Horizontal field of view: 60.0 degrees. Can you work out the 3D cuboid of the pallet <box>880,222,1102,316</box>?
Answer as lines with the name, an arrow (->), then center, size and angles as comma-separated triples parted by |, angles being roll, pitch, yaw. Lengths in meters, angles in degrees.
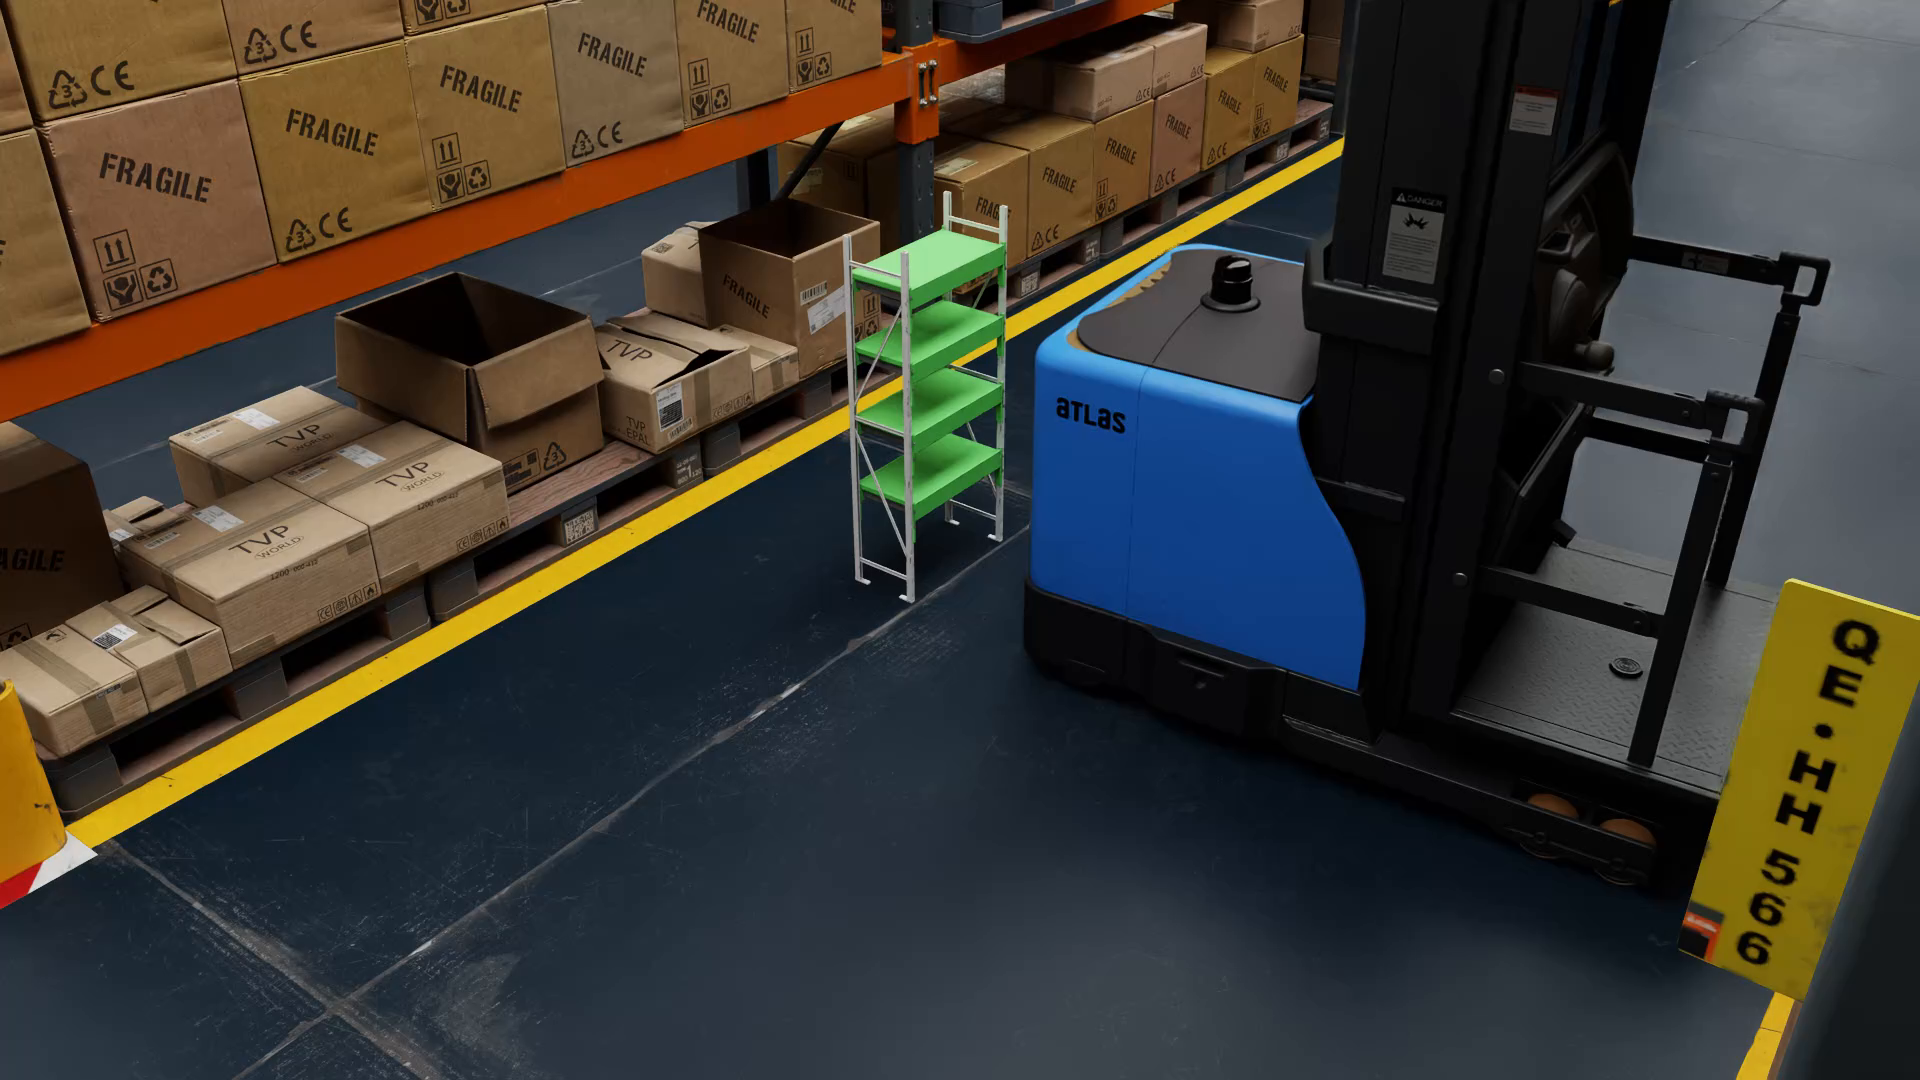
pallet -> -0.076, -1.339, 7.802 | 1.003, 0.211, 1.213 | 21, 37, 31

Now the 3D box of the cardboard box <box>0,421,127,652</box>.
cardboard box -> -2.820, 0.019, 4.796 | 0.500, 0.500, 0.500 | 21, 37, 31

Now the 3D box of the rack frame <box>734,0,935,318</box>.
rack frame -> -0.537, -2.196, 6.514 | 1.000, 3.000, 0.127 | 21, 37, 31

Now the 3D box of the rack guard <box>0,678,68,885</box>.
rack guard -> -2.906, 0.474, 4.460 | 1.175, 0.500, 0.348 | 21, 37, 31

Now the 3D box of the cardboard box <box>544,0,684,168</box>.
cardboard box -> -1.252, -1.538, 5.304 | 0.500, 0.500, 0.500 | 22, 37, 32

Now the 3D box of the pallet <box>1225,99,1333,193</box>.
pallet -> 1.397, -2.331, 9.476 | 1.003, 0.211, 1.213 | 21, 37, 31

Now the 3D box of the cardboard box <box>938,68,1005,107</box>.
cardboard box -> 0.141, -2.001, 8.204 | 0.500, 0.500, 0.500 | 22, 37, 32

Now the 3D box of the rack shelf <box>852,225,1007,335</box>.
rack shelf -> -0.100, -0.807, 5.118 | 0.258, 0.148, 0.480 | 21, 37, 31

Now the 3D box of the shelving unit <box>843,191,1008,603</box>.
shelving unit -> -0.100, -0.449, 5.331 | 0.258, 1.200, 0.503 | 21, 37, 31

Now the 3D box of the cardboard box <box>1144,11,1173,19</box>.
cardboard box -> 1.064, -2.624, 9.256 | 0.500, 0.500, 0.500 | 20, 36, 30

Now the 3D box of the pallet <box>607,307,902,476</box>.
pallet -> -0.952, -0.718, 6.754 | 1.003, 0.211, 1.213 | 21, 37, 31

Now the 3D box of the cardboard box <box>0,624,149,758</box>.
cardboard box -> -2.425, 0.402, 4.494 | 0.380, 0.149, 0.250 | 21, 37, 31

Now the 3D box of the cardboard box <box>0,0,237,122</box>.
cardboard box -> -2.164, -1.358, 4.020 | 0.500, 0.500, 0.500 | 22, 37, 32

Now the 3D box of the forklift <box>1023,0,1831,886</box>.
forklift -> 1.718, -0.688, 4.036 | 3.031, 2.935, 1.130 | 17, 35, 27

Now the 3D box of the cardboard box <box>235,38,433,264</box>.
cardboard box -> -1.861, -1.127, 4.612 | 0.500, 0.500, 0.500 | 21, 37, 31

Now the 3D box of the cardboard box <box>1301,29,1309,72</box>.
cardboard box -> 2.001, -3.109, 10.339 | 0.500, 0.250, 0.500 | 22, 37, 32

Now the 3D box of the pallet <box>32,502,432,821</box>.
pallet -> -2.425, 0.274, 5.081 | 1.003, 0.211, 1.213 | 21, 37, 31

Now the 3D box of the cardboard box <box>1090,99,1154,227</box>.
cardboard box -> 0.570, -1.853, 7.955 | 0.500, 0.500, 0.500 | 22, 37, 32

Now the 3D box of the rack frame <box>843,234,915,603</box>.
rack frame -> -0.247, -0.350, 5.163 | 0.240, 1.200, 0.015 | 21, 37, 31

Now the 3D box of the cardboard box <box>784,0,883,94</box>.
cardboard box -> -0.634, -1.957, 6.012 | 0.500, 0.500, 0.500 | 22, 37, 32

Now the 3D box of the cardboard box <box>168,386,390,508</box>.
cardboard box -> -2.222, -0.250, 5.496 | 0.500, 0.250, 0.500 | 21, 37, 31

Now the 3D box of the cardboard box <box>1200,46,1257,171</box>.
cardboard box -> 1.188, -2.273, 8.664 | 0.500, 0.500, 0.500 | 20, 36, 30

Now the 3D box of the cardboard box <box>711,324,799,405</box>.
cardboard box -> -0.833, -0.669, 6.302 | 0.380, 0.149, 0.250 | 21, 37, 31

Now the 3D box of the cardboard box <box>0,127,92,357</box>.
cardboard box -> -2.473, -0.713, 3.912 | 0.500, 0.500, 0.500 | 22, 37, 32

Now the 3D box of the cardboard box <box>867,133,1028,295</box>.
cardboard box -> -0.051, -1.432, 7.244 | 0.500, 0.500, 0.500 | 19, 36, 29

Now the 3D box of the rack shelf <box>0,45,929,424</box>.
rack shelf -> -1.744, -1.074, 5.325 | 1.077, 0.370, 4.000 | 21, 37, 31

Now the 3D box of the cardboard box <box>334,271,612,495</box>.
cardboard box -> -1.667, -0.546, 5.747 | 0.797, 0.503, 0.637 | 21, 37, 31

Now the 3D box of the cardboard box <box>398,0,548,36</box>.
cardboard box -> -1.552, -1.766, 4.709 | 0.500, 0.500, 0.500 | 21, 36, 31

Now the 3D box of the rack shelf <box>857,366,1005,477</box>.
rack shelf -> -0.100, -0.394, 5.363 | 0.258, 0.148, 0.480 | 21, 37, 31

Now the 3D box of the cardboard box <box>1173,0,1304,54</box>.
cardboard box -> 1.470, -2.782, 8.787 | 0.500, 0.250, 0.500 | 23, 37, 33

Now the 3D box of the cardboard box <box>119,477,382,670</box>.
cardboard box -> -2.095, 0.086, 4.928 | 0.500, 0.250, 0.500 | 21, 37, 31

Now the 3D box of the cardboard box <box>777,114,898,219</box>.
cardboard box -> -0.467, -1.599, 7.526 | 0.500, 0.500, 0.500 | 21, 37, 31

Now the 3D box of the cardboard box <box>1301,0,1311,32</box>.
cardboard box -> 1.998, -3.350, 10.195 | 0.500, 0.311, 0.500 | 22, 37, 33

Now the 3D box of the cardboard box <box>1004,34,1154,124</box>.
cardboard box -> 0.553, -2.161, 7.739 | 0.500, 0.250, 0.500 | 21, 37, 31
